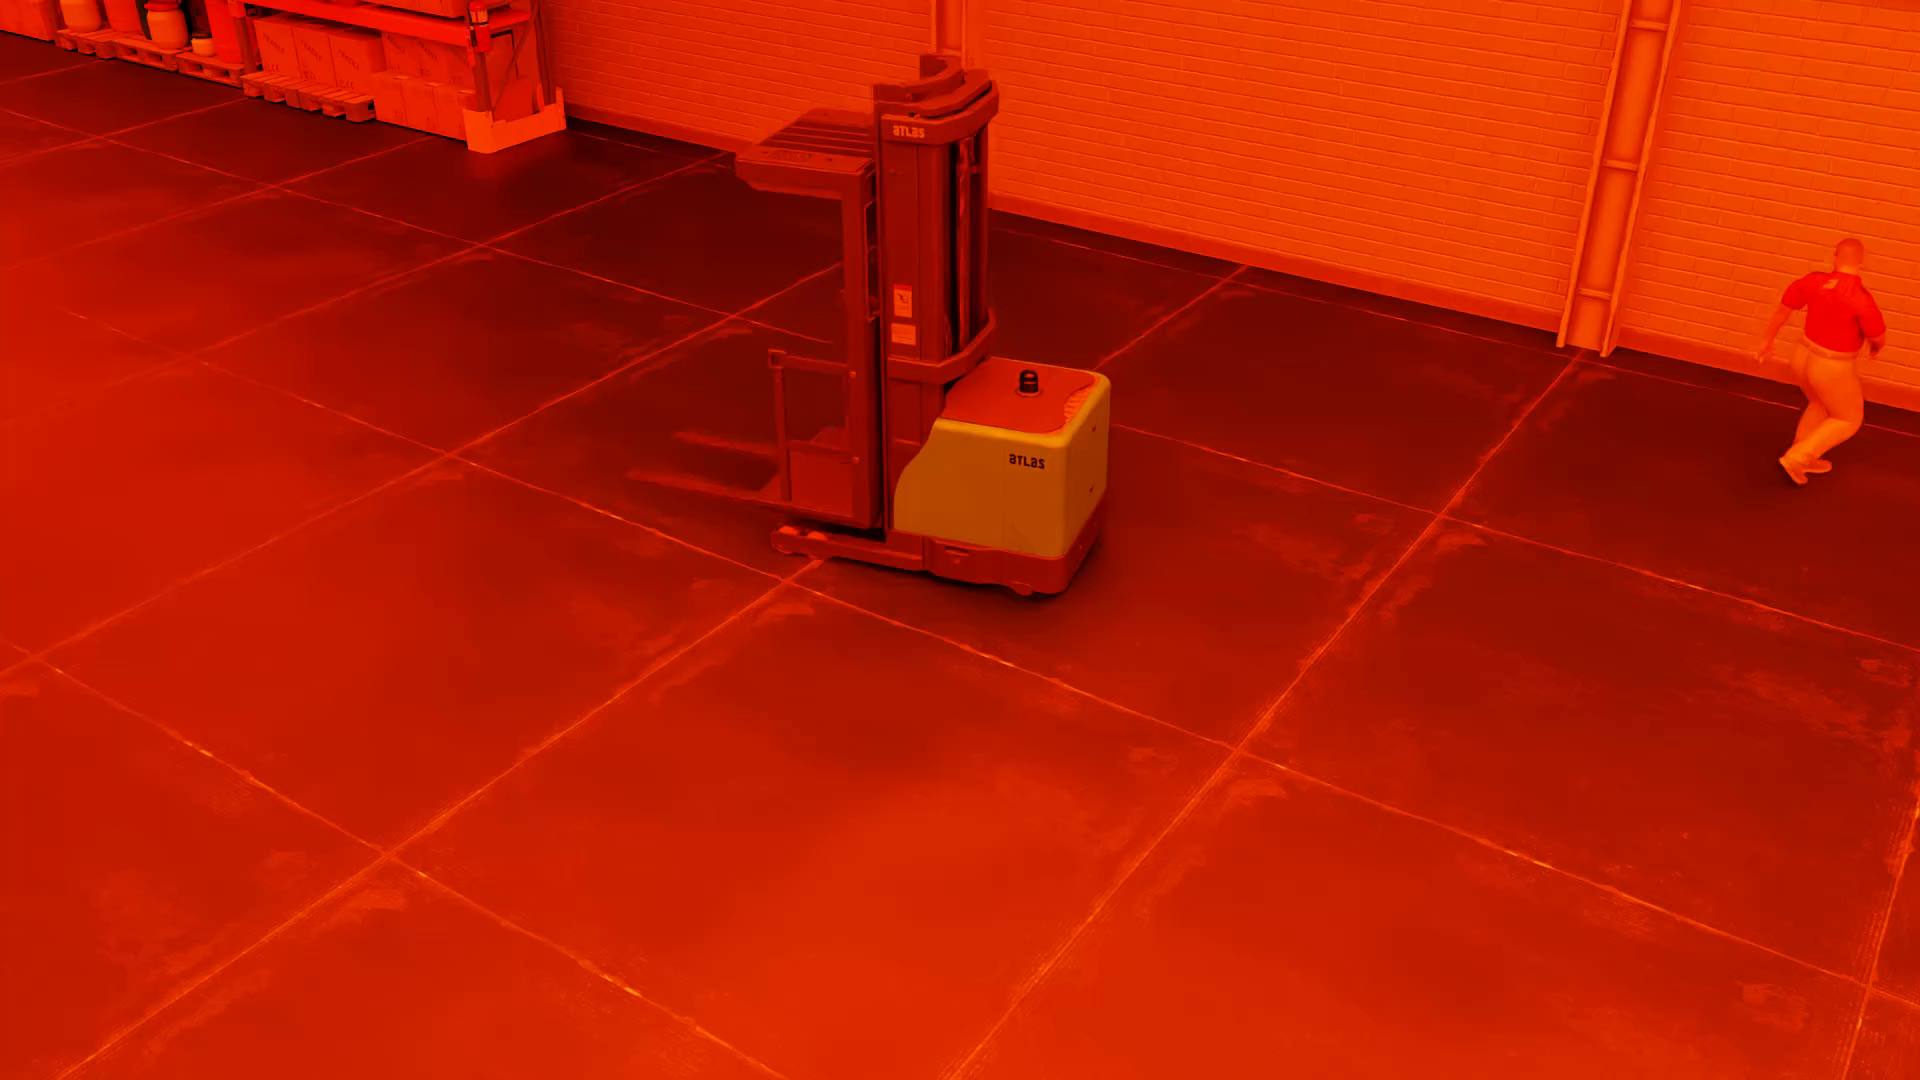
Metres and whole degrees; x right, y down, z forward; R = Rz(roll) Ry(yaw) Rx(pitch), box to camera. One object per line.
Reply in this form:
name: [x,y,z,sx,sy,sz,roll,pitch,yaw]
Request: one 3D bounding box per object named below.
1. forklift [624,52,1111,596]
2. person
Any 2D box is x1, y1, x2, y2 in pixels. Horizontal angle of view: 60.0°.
forklift: [-0.643,-1.384,9.964,3.031,2.935,1.130,11,32,18]
person: [5.651,-1.171,10.859,0.615,1.673,0.711,-7,31,-12]
